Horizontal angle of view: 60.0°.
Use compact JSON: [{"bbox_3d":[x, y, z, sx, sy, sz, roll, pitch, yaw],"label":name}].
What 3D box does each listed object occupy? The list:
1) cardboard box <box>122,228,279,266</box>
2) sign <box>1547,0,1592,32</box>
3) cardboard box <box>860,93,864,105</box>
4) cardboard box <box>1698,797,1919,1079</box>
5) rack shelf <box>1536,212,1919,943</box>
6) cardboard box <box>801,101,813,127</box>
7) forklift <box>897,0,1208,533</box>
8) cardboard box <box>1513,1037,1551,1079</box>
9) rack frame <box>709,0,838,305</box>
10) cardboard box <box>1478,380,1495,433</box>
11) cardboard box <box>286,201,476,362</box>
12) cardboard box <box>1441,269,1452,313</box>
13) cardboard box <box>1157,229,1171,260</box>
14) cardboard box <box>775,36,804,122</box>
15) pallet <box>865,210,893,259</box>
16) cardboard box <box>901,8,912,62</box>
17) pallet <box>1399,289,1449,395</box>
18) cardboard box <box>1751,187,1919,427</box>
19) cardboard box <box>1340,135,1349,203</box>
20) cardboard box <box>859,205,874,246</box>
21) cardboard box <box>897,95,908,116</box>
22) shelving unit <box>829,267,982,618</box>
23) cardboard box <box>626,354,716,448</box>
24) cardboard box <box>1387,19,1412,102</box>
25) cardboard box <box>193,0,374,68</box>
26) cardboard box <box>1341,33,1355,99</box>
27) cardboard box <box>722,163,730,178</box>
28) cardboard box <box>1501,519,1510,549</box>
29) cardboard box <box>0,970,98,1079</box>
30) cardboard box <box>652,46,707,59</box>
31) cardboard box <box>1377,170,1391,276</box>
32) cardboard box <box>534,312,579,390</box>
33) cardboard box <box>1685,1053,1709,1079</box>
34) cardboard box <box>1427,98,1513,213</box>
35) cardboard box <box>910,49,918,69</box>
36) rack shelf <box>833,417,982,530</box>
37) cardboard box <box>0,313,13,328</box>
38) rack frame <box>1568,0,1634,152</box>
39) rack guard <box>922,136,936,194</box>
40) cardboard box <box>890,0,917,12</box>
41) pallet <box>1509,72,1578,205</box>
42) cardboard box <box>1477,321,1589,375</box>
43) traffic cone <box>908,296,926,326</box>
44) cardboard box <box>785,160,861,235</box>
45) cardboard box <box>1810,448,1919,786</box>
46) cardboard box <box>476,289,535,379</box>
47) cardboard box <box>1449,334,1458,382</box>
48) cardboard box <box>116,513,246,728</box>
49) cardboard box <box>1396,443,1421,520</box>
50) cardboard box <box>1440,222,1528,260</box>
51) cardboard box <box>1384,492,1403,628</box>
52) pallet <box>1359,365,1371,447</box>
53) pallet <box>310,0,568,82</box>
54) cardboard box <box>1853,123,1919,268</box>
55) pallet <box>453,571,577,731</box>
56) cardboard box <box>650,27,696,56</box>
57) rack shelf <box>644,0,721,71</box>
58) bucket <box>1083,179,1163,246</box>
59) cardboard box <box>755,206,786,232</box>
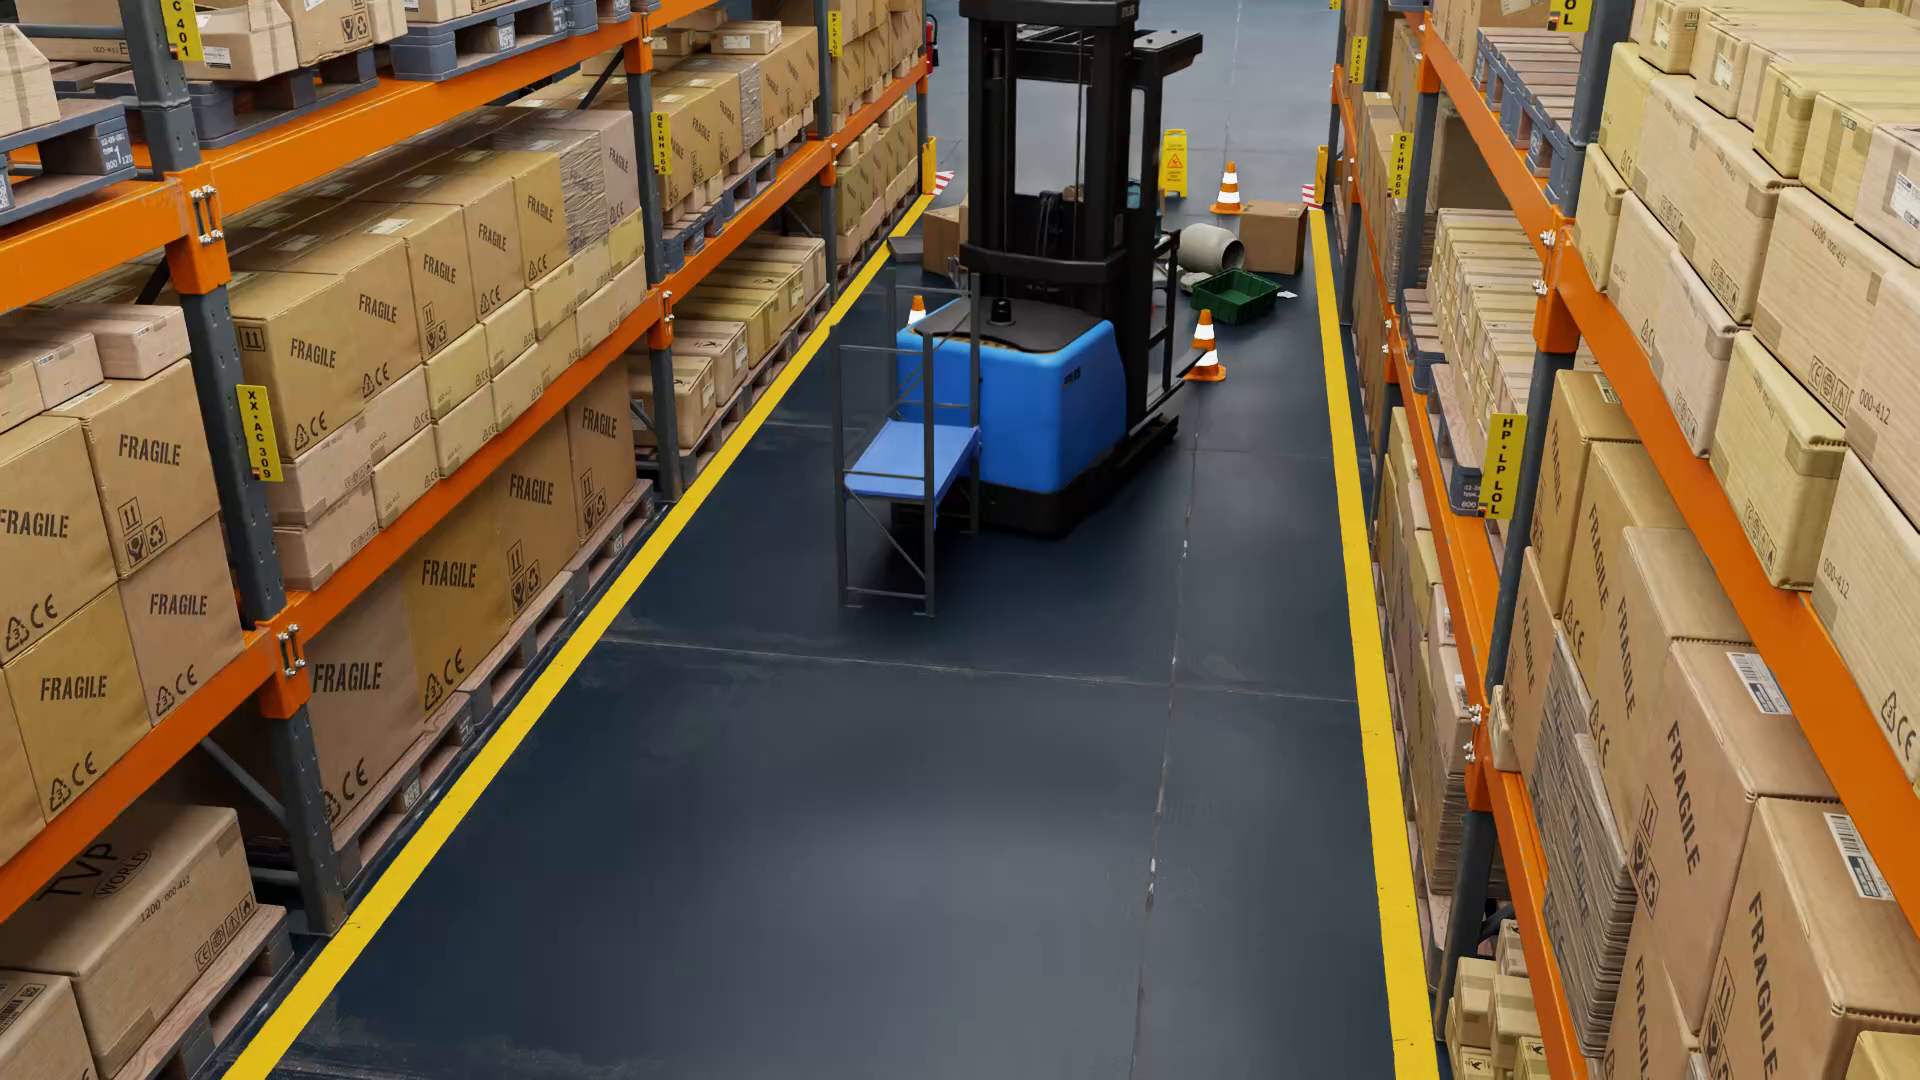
[{"bbox_3d":[-2.887,-0.869,6.270,0.500,0.500,0.500,5,25,10],"label":"cardboard box"},{"bbox_3d":[1.563,-1.457,4.211,0.100,0.325,0.005,4,25,9],"label":"sign"},{"bbox_3d":[-1.023,-3.728,13.973,0.380,0.149,0.250,4,25,8],"label":"cardboard box"},{"bbox_3d":[1.445,0.753,2.456,0.500,0.500,0.500,5,26,11],"label":"cardboard box"},{"bbox_3d":[1.784,0.155,2.691,1.077,0.370,4.000,4,25,9],"label":"rack shelf"},{"bbox_3d":[-1.294,-3.138,12.216,0.380,0.149,0.250,4,25,9],"label":"cardboard box"},{"bbox_3d":[0.736,-1.956,9.972,1.130,2.935,3.031,12,28,24],"label":"forklift"},{"bbox_3d":[1.754,1.533,4.603,0.380,0.149,0.250,4,25,8],"label":"cardboard box"},{"bbox_3d":[-1.482,-3.295,12.752,1.000,3.000,0.127,4,25,9],"label":"rack frame"},{"bbox_3d":[2.150,-0.477,6.182,0.380,0.149,0.250,3,25,6],"label":"cardboard box"},{"bbox_3d":[-2.293,-1.036,6.628,0.500,0.500,0.500,3,25,7],"label":"cardboard box"},{"bbox_3d":[2.405,-1.119,7.553,0.380,0.149,0.250,3,25,7],"label":"cardboard box"},{"bbox_3d":[1.882,-2.603,14.498,0.396,0.266,0.258,8,26,18],"label":"cardboard box"},{"bbox_3d":[-1.411,-3.249,11.689,0.500,0.500,0.500,4,25,9],"label":"cardboard box"},{"bbox_3d":[-1.210,-2.828,15.042,1.003,0.211,1.213,4,25,9],"label":"pallet"},{"bbox_3d":[-0.731,-4.693,15.269,0.500,0.500,0.500,4,25,9],"label":"cardboard box"},{"bbox_3d":[2.753,-0.929,7.924,1.213,0.211,1.003,4,25,9],"label":"pallet"},{"bbox_3d":[1.544,-0.341,2.490,0.500,0.250,0.500,3,25,6],"label":"cardboard box"},{"bbox_3d":[4.026,-3.607,15.429,0.875,0.875,0.875,4,25,9],"label":"cardboard box"},{"bbox_3d":[-1.043,-2.692,14.212,0.500,0.250,0.500,5,26,11],"label":"cardboard box"},{"bbox_3d":[-0.695,-4.035,15.431,0.380,0.149,0.250,5,26,10],"label":"cardboard box"},{"bbox_3d":[-0.257,-0.524,8.601,0.538,1.500,1.048,6,26,12],"label":"shelving unit"},{"bbox_3d":[-2.033,-0.858,10.149,0.950,0.372,0.625,2,25,5],"label":"cardboard box"},{"bbox_3d":[3.343,-3.285,11.432,0.700,0.500,0.500,4,25,8],"label":"cardboard box"},{"bbox_3d":[-2.359,-1.892,5.602,0.500,0.500,0.500,4,25,8],"label":"cardboard box"},{"bbox_3d":[3.772,-4.120,14.337,0.875,0.550,0.550,4,25,9],"label":"cardboard box"},{"bbox_3d":[-1.694,-2.390,10.618,0.380,0.149,0.250,5,26,11],"label":"cardboard box"},{"bbox_3d":[2.022,-0.014,5.542,0.380,0.149,0.250,4,25,9],"label":"cardboard box"},{"bbox_3d":[-3.143,1.650,4.713,0.875,0.438,0.875,3,25,7],"label":"cardboard box"},{"bbox_3d":[-2.017,-3.074,11.315,0.500,0.500,0.500,4,25,8],"label":"cardboard box"},{"bbox_3d":[2.656,-1.783,9.402,0.500,0.500,0.500,4,25,9],"label":"cardboard box"},{"bbox_3d":[-2.128,-0.901,7.813,0.500,0.250,0.500,4,25,8],"label":"cardboard box"},{"bbox_3d":[1.439,1.211,2.657,0.500,0.500,0.500,4,25,9],"label":"cardboard box"},{"bbox_3d":[2.848,-2.007,8.702,0.700,0.500,0.500,4,25,8],"label":"cardboard box"},{"bbox_3d":[-0.610,-4.570,15.771,0.380,0.149,0.250,4,25,8],"label":"cardboard box"},{"bbox_3d":[-0.257,-0.362,8.677,0.538,0.185,1.000,6,26,12],"label":"rack shelf"},{"bbox_3d":[-3.097,-0.627,4.990,0.380,0.149,0.250,4,25,8],"label":"cardboard box"},{"bbox_3d":[2.111,-2.366,3.690,1.000,3.000,0.127,4,25,9],"label":"rack frame"},{"bbox_3d":[-0.840,-3.804,16.788,1.175,0.500,0.348,4,25,9],"label":"rack guard"},{"bbox_3d":[-0.768,-4.941,14.619,0.700,0.500,0.500,4,25,8],"label":"cardboard box"},{"bbox_3d":[2.317,-1.173,4.901,1.213,0.211,1.003,4,25,9],"label":"pallet"},{"bbox_3d":[2.198,-0.721,6.352,0.380,0.149,0.250,3,25,6],"label":"cardboard box"},{"bbox_3d":[-0.303,-1.531,11.975,0.336,0.463,0.334,4,25,9],"label":"traffic cone"},{"bbox_3d":[-1.119,-2.808,13.574,0.500,0.500,0.500,5,26,11],"label":"cardboard box"},{"bbox_3d":[1.441,0.105,2.127,0.500,0.250,0.500,5,26,11],"label":"cardboard box"},{"bbox_3d":[-2.192,-0.913,7.250,0.500,0.250,0.500,3,25,7],"label":"cardboard box"},{"bbox_3d":[2.321,-0.775,7.169,0.380,0.149,0.250,5,26,10],"label":"cardboard box"},{"bbox_3d":[-2.613,0.217,5.130,0.500,0.500,0.500,4,25,9],"label":"cardboard box"},{"bbox_3d":[2.330,-0.236,7.784,0.500,0.250,0.500,4,25,8],"label":"cardboard box"},{"bbox_3d":[2.457,-1.375,7.749,0.380,0.149,0.250,3,25,7],"label":"cardboard box"},{"bbox_3d":[2.318,0.109,7.932,0.500,0.500,0.500,4,25,9],"label":"cardboard box"},{"bbox_3d":[3.169,-0.892,10.907,1.003,0.211,1.213,4,25,9],"label":"pallet"},{"bbox_3d":[-2.368,-2.155,6.999,1.003,0.211,1.213,5,26,11],"label":"pallet"},{"bbox_3d":[1.495,-0.475,2.305,0.380,0.149,0.250,3,25,7],"label":"cardboard box"},{"bbox_3d":[-2.540,0.474,7.989,1.003,0.211,1.213,4,25,9],"label":"pallet"},{"bbox_3d":[-1.984,-3.326,11.087,0.380,0.149,0.250,5,26,11],"label":"cardboard box"},{"bbox_3d":[-1.809,-3.492,10.482,1.077,0.370,4.000,4,25,9],"label":"rack shelf"},{"bbox_3d":[1.166,-2.417,12.944,0.726,0.611,0.620,13,38,26],"label":"bucket"},{"bbox_3d":[-1.650,-2.846,13.655,0.500,0.500,0.500,4,25,8],"label":"cardboard box"}]
